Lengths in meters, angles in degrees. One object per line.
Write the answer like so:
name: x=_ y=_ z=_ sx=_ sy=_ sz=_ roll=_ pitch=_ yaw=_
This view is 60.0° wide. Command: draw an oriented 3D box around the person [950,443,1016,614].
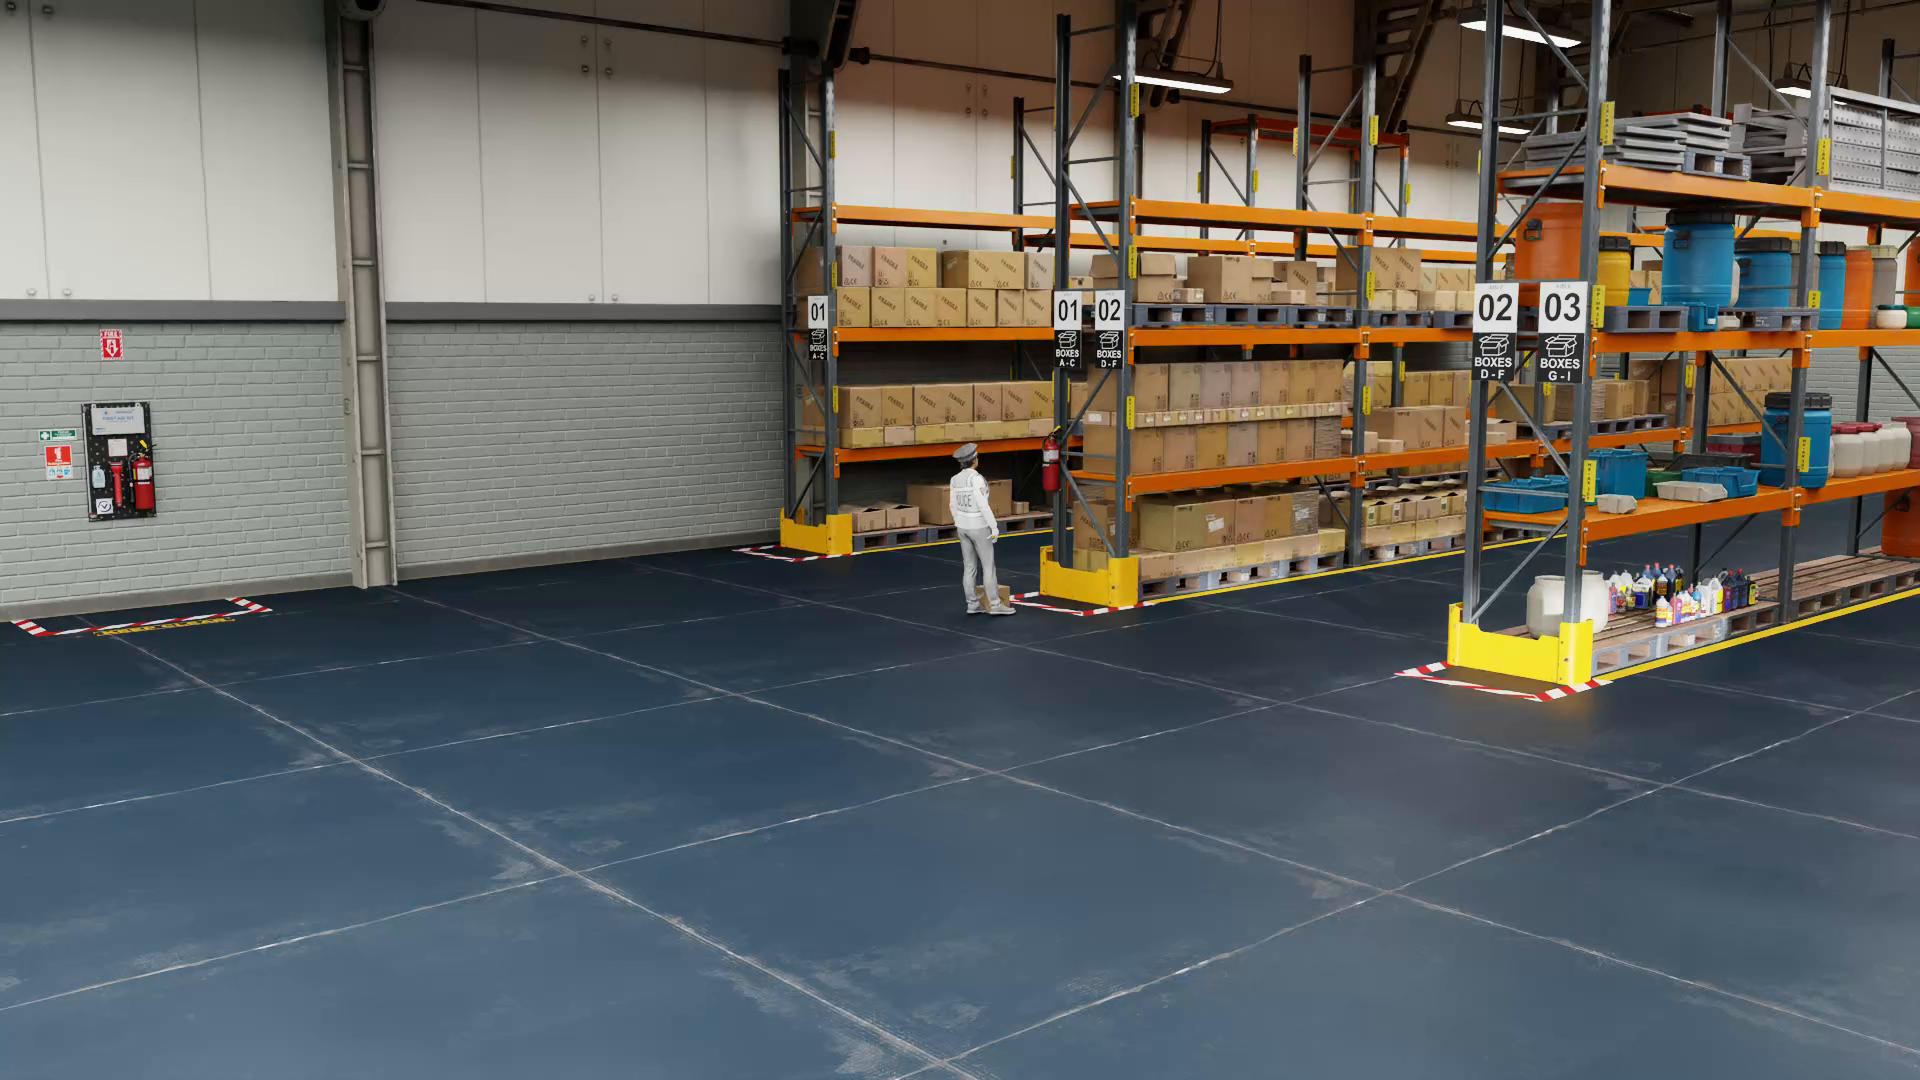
person: x=0.188 y=-0.114 z=16.454 sx=0.531 sy=1.696 sz=0.588 roll=-7 pitch=10 yaw=-41
